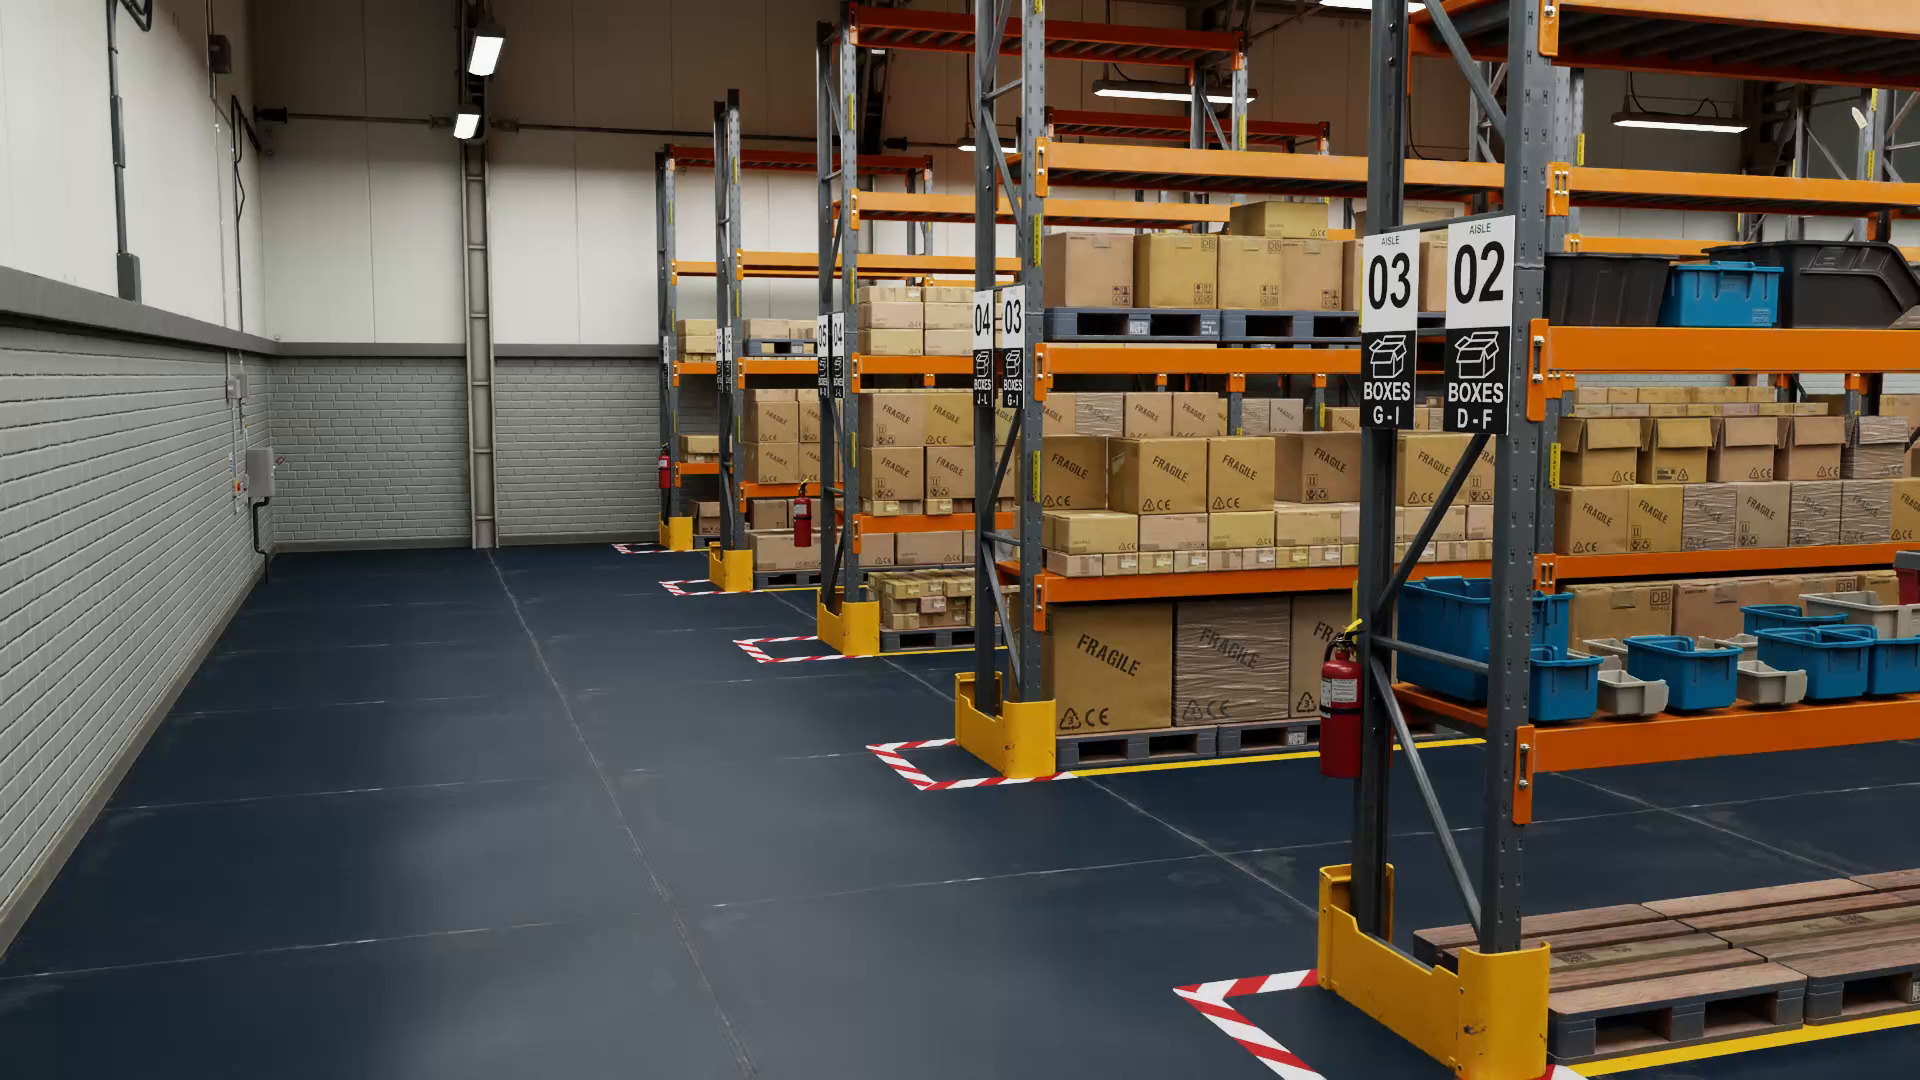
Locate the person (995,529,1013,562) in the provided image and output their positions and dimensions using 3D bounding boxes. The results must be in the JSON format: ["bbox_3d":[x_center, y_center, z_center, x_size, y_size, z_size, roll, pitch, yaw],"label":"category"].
[{"bbox_3d":[0.544,-0.152,19.519,0.516,1.698,0.554,-2,6,-17],"label":"person"}]
